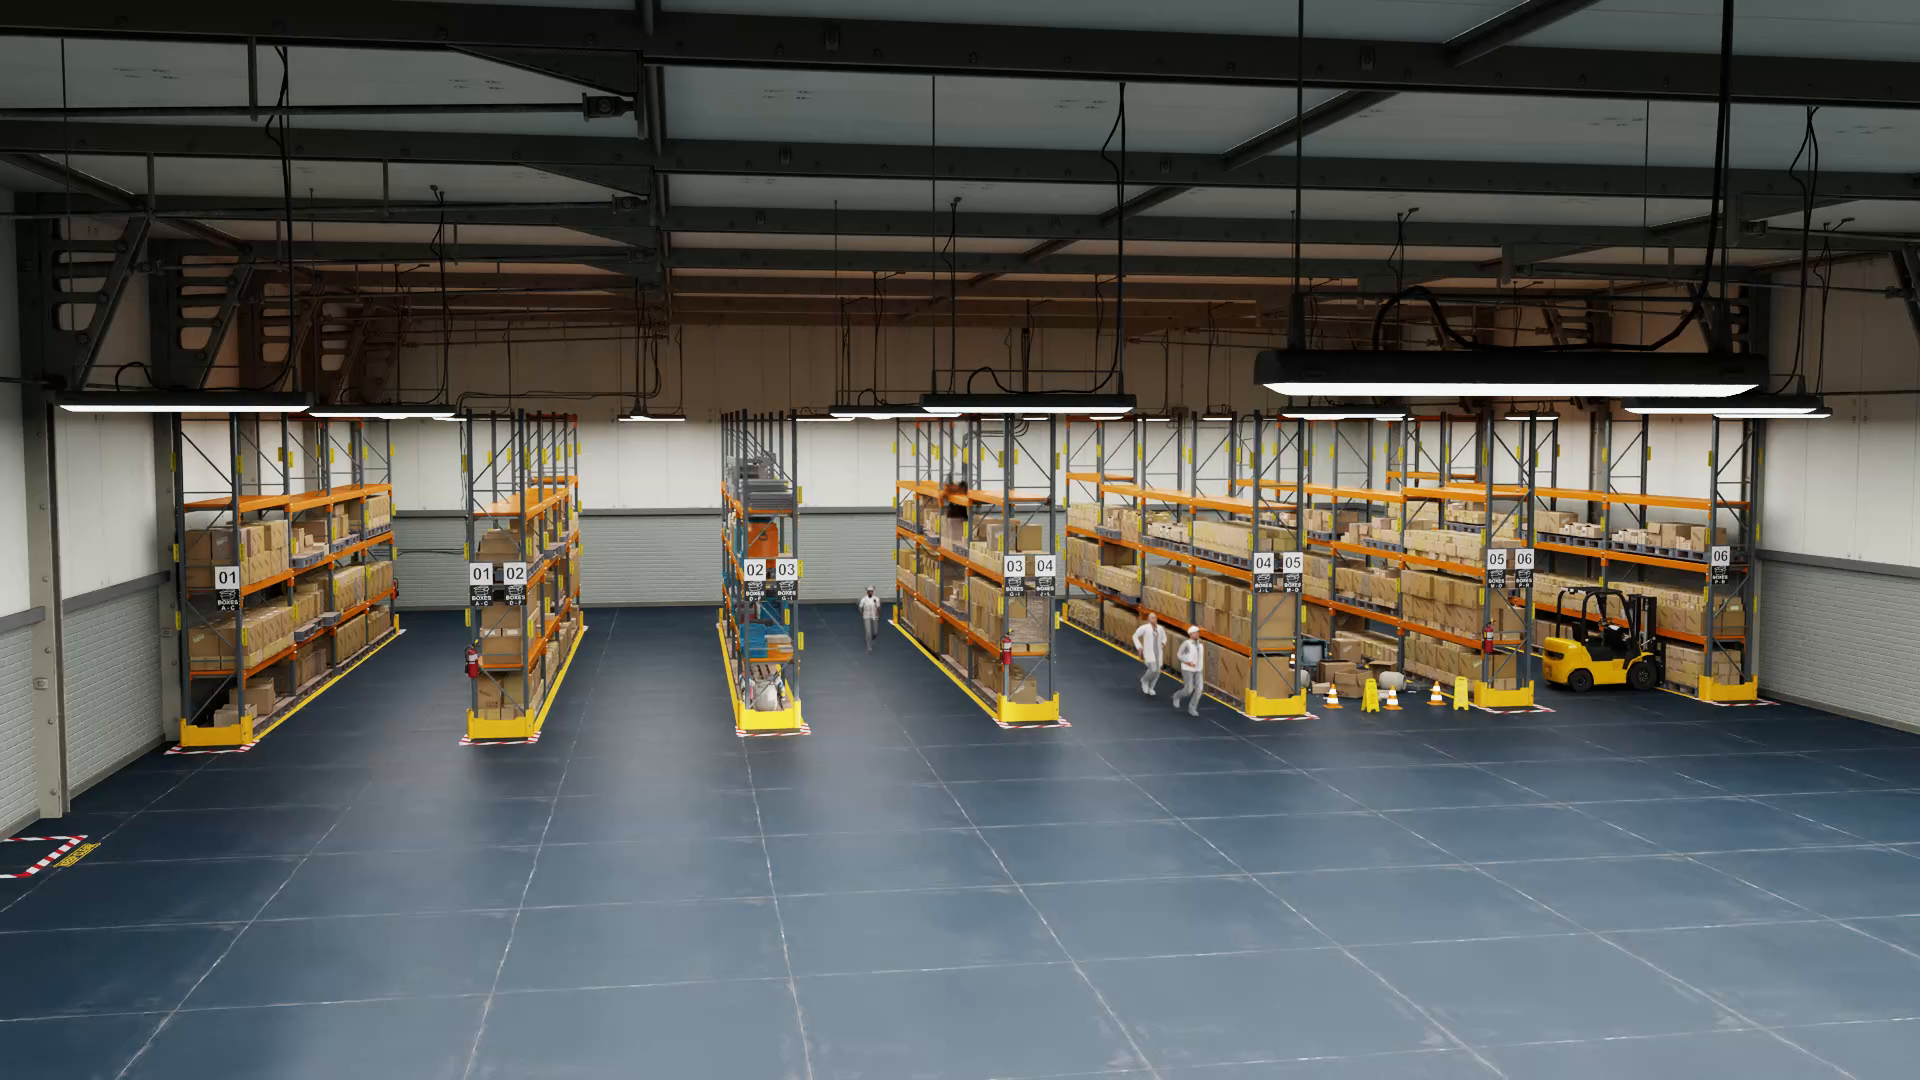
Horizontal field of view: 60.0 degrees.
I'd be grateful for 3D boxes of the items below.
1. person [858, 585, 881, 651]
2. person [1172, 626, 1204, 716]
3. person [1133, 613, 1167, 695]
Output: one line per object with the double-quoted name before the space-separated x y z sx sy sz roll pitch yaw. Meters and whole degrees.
"person" -2.278 1.971 42.025 0.576 1.641 0.592 -1 4 -9
"person" 4.584 2.571 32.898 0.683 1.753 0.679 -2 5 -30
"person" 4.070 2.404 34.973 0.704 1.734 0.653 -2 4 -23
